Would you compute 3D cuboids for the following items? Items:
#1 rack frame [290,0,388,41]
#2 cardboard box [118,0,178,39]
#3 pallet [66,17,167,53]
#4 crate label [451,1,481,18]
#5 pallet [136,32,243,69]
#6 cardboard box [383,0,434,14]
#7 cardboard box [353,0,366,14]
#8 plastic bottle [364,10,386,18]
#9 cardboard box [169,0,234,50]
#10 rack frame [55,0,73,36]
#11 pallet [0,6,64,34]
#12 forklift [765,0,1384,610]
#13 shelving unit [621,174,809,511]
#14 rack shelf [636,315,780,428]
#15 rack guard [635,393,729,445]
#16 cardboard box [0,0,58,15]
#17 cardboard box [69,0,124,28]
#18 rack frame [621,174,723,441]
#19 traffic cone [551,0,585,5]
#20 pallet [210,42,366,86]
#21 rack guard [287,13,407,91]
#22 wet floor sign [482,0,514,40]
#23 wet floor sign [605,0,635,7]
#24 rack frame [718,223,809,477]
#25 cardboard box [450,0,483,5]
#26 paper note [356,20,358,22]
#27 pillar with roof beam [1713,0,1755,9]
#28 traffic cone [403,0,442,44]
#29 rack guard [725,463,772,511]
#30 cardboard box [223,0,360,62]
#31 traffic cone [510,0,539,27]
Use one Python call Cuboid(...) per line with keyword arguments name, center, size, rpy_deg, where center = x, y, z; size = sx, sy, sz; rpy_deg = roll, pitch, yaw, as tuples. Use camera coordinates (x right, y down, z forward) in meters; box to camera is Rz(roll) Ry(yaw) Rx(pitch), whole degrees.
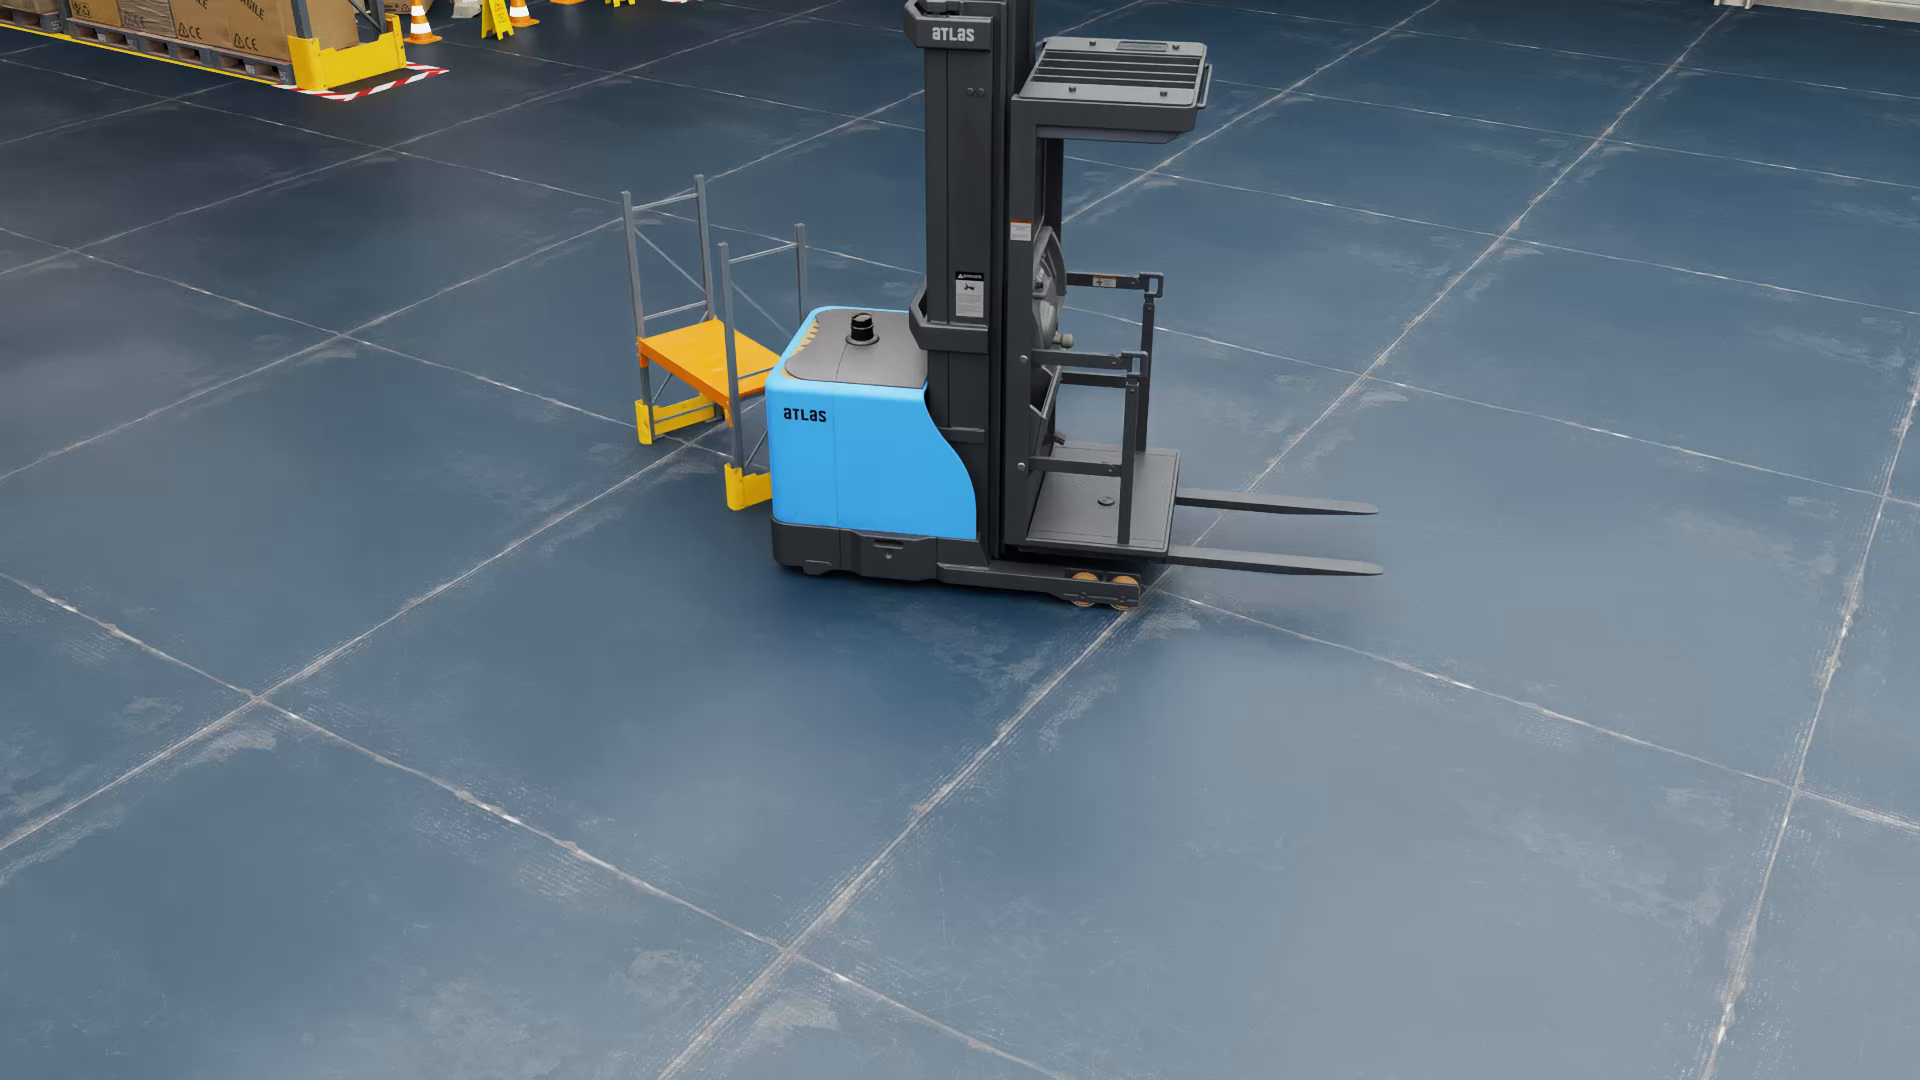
Cuboid(name="rack frame", center=(-6.138, -5.977, 16.019), size=(0.127, 3.000, 1.000), rpy_deg=(18, 35, 27))
Cuboid(name="cardboard box", center=(-8.265, -5.874, 17.534), size=(0.875, 0.875, 0.875), rpy_deg=(18, 35, 28))
Cuboid(name="pallet", center=(-8.924, -5.607, 18.152), size=(1.213, 0.211, 1.003), rpy_deg=(18, 35, 27))
Cuboid(name="crate label", center=(-5.643, -6.064, 19.009), size=(0.298, 0.136, 0.250), rpy_deg=(1, 30, 2))
Cuboid(name="pallet", center=(-7.886, -5.281, 17.592), size=(1.213, 0.211, 1.003), rpy_deg=(18, 35, 27))
Cuboid(name="cardboard box", center=(-6.426, -6.429, 19.270), size=(0.637, 0.503, 0.797), rpy_deg=(-4, 30, -7))
Cuboid(name="cardboard box", center=(-7.091, -6.193, 19.103), size=(0.258, 0.266, 0.396), rpy_deg=(24, 38, 35))
Cuboid(name="plastic bottle", center=(-6.702, -5.994, 18.963), size=(0.283, 0.061, 0.133), rpy_deg=(6, 31, 10))
Cuboid(name="cardboard box", center=(-7.494, -5.629, 17.114), size=(0.875, 0.875, 0.875), rpy_deg=(17, 34, 27))
Cuboid(name="rack frame", center=(-9.526, -7.049, 17.855), size=(0.127, 3.000, 1.000), rpy_deg=(18, 35, 27))
Cuboid(name="pallet", center=(-10.220, -6.019, 18.857), size=(1.213, 0.211, 1.003), rpy_deg=(18, 35, 27))
Cuboid(name="forklift", center=(0.613, -1.211, 7.917), size=(3.031, 2.935, 1.130), rpy_deg=(5, 31, 9))
Cuboid(name="shelving unit", center=(-1.324, -1.109, 9.162), size=(0.587, 1.500, 1.083), rpy_deg=(-21, 37, -32))
Cuboid(name="rack shelf", center=(-1.319, -0.950, 9.246), size=(0.538, 0.185, 1.000), rpy_deg=(-21, 37, -32))
Cuboid(name="rack guard", center=(-1.631, -0.767, 9.816), size=(0.587, 0.250, 0.087), rpy_deg=(-21, 37, -32))
Cuboid(name="cardboard box", center=(-10.100, -6.386, 18.536), size=(0.750, 0.750, 1.050), rpy_deg=(17, 34, 27))
Cuboid(name="cardboard box", center=(-9.031, -6.114, 17.945), size=(0.875, 0.875, 0.875), rpy_deg=(18, 35, 28))
Cuboid(name="rack frame", center=(-1.632, -1.307, 9.502), size=(0.500, 1.500, 0.032), rpy_deg=(-21, 37, -32))
Cuboid(name="traffic cone", center=(-4.642, -6.586, 19.579), size=(0.334, 0.463, 0.336), rpy_deg=(18, 35, 27))
Cuboid(name="pallet", center=(-6.857, -4.953, 17.031), size=(1.213, 0.211, 1.003), rpy_deg=(18, 35, 27))
Cuboid(name="rack guard", center=(-6.118, -4.891, 16.638), size=(0.348, 0.500, 1.175), rpy_deg=(18, 35, 27))
Cuboid(name="wet floor sign", center=(-5.061, -5.797, 18.047), size=(0.232, 0.644, 0.267), rpy_deg=(12, 32, 19))
Cuboid(name="wet floor sign", center=(-4.000, -6.592, 19.410), size=(0.267, 0.644, 0.232), rpy_deg=(-21, 36, -32))
Cuboid(name="rack frame", center=(-1.006, -0.903, 8.810), size=(0.500, 1.500, 0.032), rpy_deg=(-21, 37, -32))
Cuboid(name="cardboard box", center=(-5.776, -6.374, 19.529), size=(0.380, 0.149, 0.250), rpy_deg=(-15, 33, -24))
Cuboid(name="paper note", center=(-6.837, -5.870, 18.803), size=(0.032, 0.001, 0.123), rpy_deg=(-15, 33, -24))
Cuboid(name="pillar with roof beam", center=(6.808, -8.347, 14.127), size=(0.400, 9.000, 9.100), rpy_deg=(18, 35, 27))
Cuboid(name="traffic cone", center=(-5.833, -5.630, 17.941), size=(0.334, 0.463, 0.336), rpy_deg=(18, 35, 27))
Cuboid(name="rack guard", center=(-1.018, -0.371, 9.138), size=(0.587, 0.250, 0.087), rpy_deg=(-21, 37, -32))
Cuboid(name="cardboard box", center=(-6.748, -5.394, 16.711), size=(0.875, 0.875, 0.875), rpy_deg=(18, 35, 28))
Cuboid(name="traffic cone", center=(-4.945, -6.021, 18.611), size=(0.334, 0.463, 0.336), rpy_deg=(18, 35, 27))
